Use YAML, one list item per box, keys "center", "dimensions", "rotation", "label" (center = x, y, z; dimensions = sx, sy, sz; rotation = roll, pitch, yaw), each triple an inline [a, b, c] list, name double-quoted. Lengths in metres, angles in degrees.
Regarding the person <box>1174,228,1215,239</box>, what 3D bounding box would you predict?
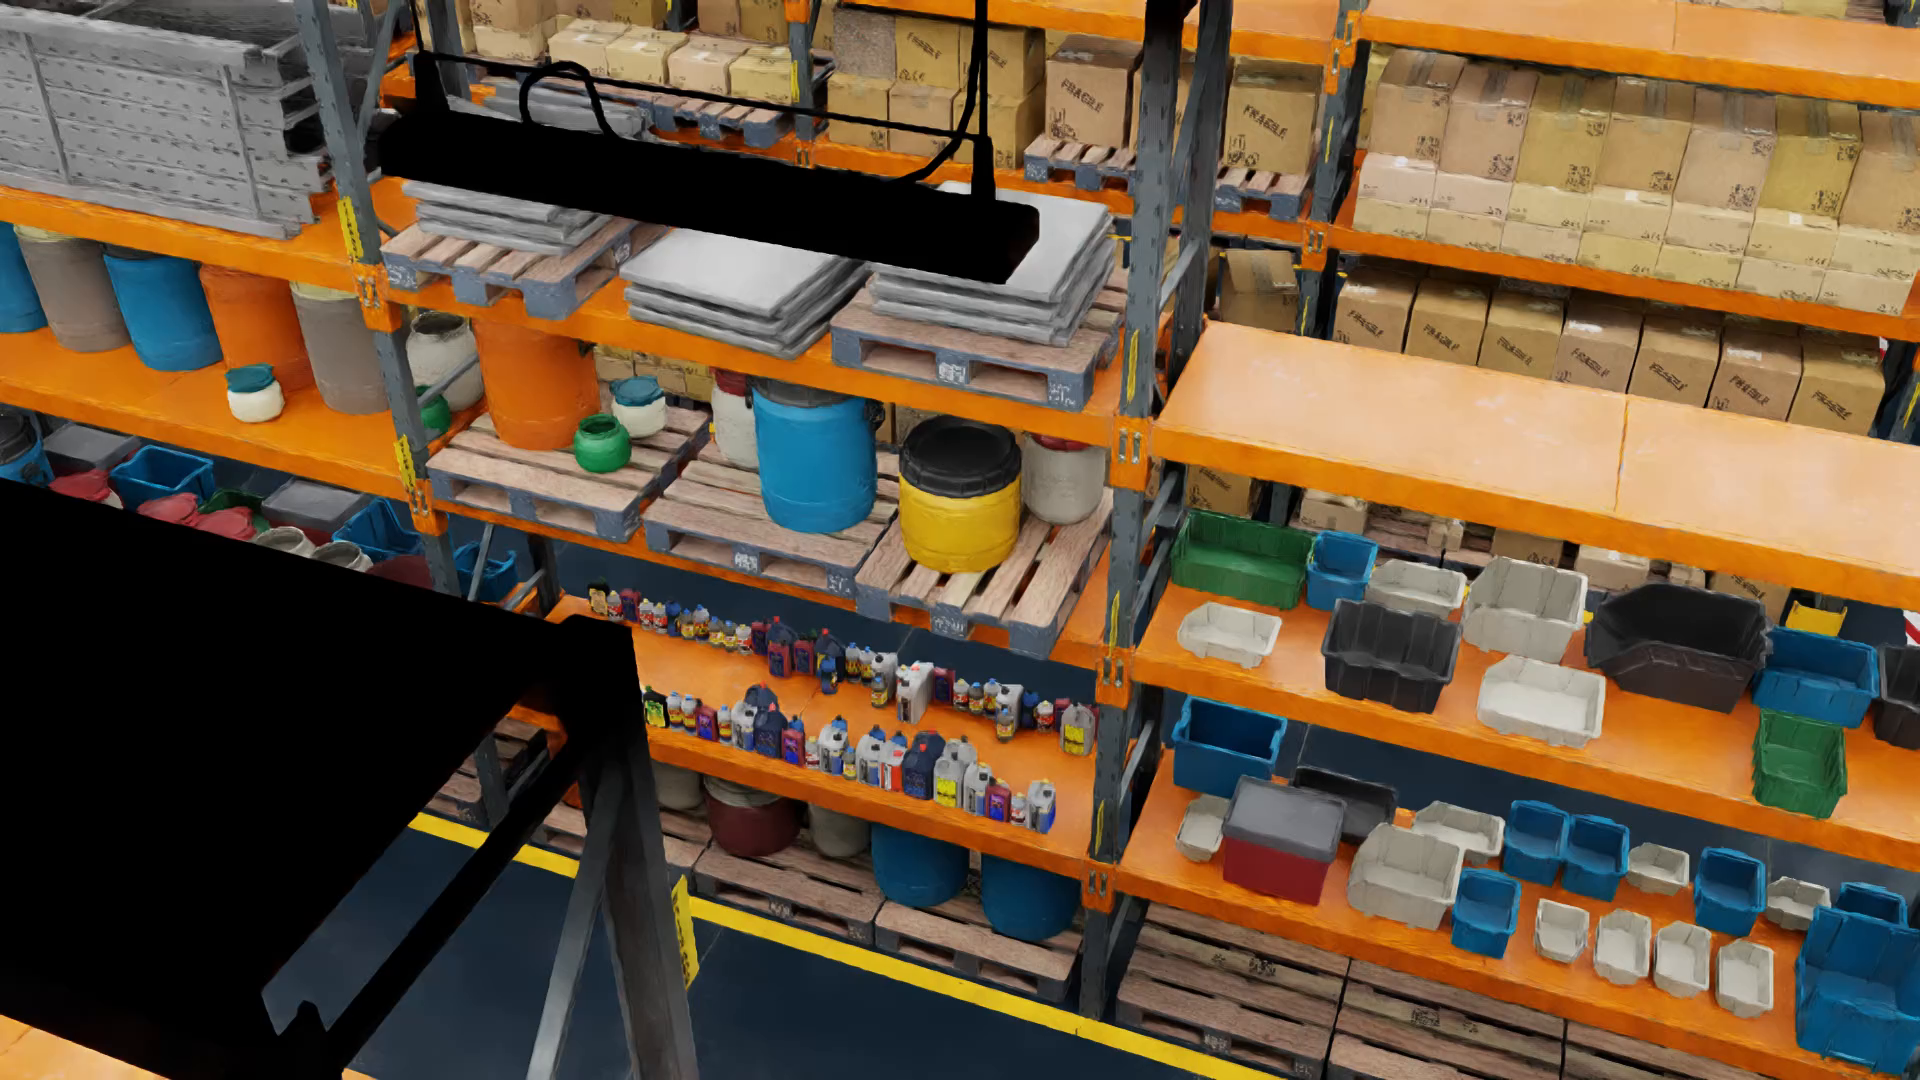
- center: [2.095, -2.118, 14.730]
  dimensions: [0.561, 1.787, 0.661]
  rotation: [-25, 43, -30]
  label: "person"
